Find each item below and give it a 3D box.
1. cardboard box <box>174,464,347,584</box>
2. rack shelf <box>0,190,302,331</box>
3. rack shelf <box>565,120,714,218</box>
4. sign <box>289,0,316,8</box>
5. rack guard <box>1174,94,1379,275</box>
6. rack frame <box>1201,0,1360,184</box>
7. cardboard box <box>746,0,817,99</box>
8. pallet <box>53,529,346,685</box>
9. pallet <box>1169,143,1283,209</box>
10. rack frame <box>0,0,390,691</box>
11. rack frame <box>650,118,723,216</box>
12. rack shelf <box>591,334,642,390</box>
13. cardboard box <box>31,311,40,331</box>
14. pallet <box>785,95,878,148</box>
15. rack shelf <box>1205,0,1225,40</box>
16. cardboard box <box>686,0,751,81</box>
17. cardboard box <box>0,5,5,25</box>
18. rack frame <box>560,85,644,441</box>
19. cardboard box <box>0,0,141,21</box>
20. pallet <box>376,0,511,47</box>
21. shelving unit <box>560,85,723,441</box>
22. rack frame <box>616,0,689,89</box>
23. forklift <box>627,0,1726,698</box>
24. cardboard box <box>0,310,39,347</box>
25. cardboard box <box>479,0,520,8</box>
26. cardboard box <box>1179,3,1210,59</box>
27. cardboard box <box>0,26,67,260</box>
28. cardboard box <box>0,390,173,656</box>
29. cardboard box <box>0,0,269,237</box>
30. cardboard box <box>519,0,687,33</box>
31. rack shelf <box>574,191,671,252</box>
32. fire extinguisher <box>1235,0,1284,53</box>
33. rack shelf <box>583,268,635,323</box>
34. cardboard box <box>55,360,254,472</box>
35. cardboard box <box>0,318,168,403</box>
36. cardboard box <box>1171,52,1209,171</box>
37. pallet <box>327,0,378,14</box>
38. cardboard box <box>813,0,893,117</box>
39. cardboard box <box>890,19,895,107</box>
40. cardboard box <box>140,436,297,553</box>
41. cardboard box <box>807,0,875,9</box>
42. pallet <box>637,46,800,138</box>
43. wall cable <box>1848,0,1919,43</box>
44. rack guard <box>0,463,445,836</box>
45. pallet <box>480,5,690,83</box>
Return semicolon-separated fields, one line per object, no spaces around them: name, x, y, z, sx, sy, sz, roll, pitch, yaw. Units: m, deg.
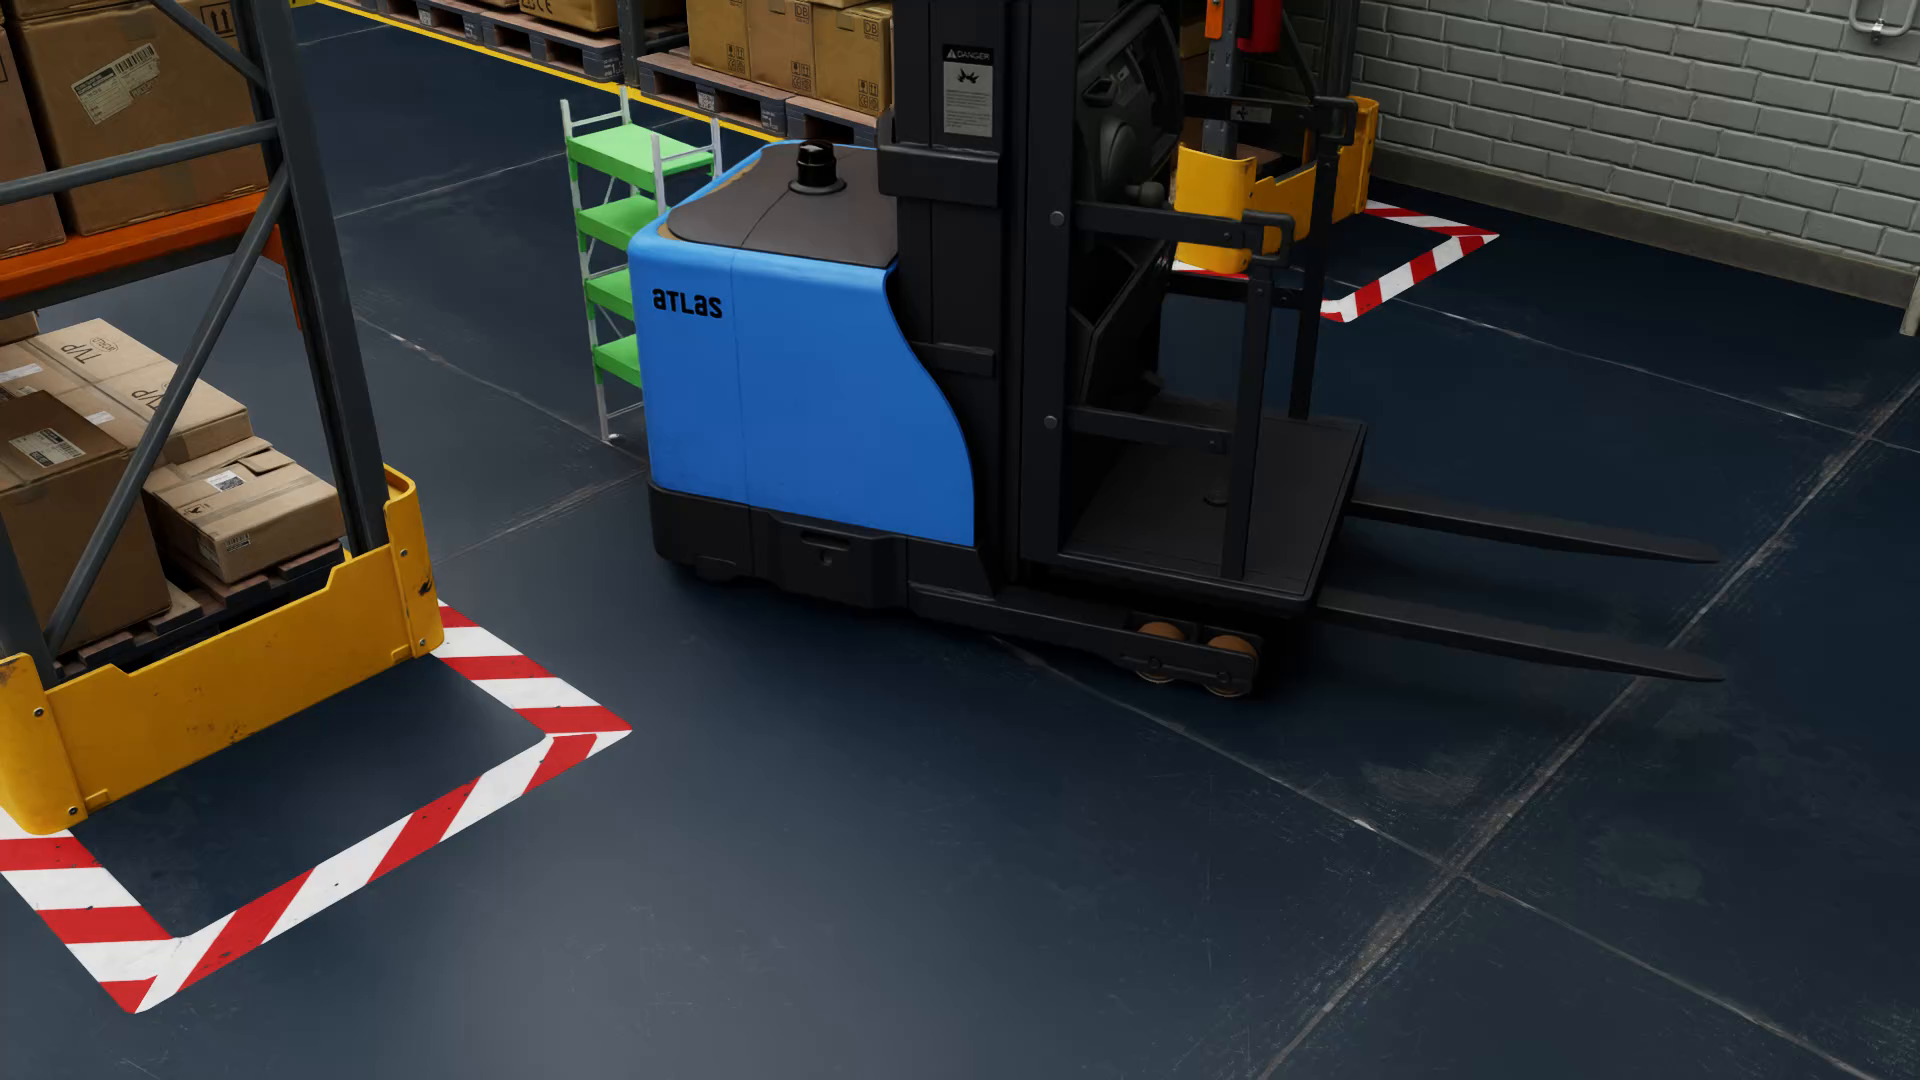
cardboard box;-1.996;-0.051;4.764;0.250;0.149;0.380;25;39;35
rack shelf;-3.399;-1.191;5.018;4.000;0.370;1.077;25;39;35
rack shelf;-0.994;-1.172;5.226;0.258;0.148;0.480;-27;40;-37
sign;-1.552;-1.386;3.804;0.005;0.325;0.100;25;39;35
rack guard;1.423;-1.624;7.463;0.348;0.500;1.175;25;39;35
rack frame;1.405;-2.703;6.832;0.127;3.000;1.000;25;39;35
cardboard box;-0.705;-2.723;8.882;0.500;0.500;0.700;25;39;35
pallet;-2.564;0.085;4.904;1.213;0.211;1.003;25;39;35
pallet;0.760;-1.755;7.961;1.213;0.211;1.003;25;39;35
rack frame;-1.916;-0.808;3.683;0.127;3.000;1.000;25;39;35
rack frame;-0.824;-0.725;5.290;0.240;1.200;0.015;-27;40;-37
rack shelf;-0.994;-0.555;5.597;0.258;0.148;0.480;-27;40;-37
cardboard box;-3.713;-0.880;5.984;0.500;0.311;0.500;25;39;35
pallet;-0.141;-2.177;8.662;1.213;0.211;1.003;25;39;35
rack shelf;-0.078;-3.087;8.167;4.000;0.370;1.077;25;39;35
cardboard box;-1.075;-2.898;9.173;0.500;0.500;0.700;26;39;36
cardboard box;-2.431;-1.328;3.481;0.500;0.500;0.500;25;39;35
rack frame;-1.163;-0.906;5.591;0.240;1.200;0.015;-27;40;-37
cardboard box;-2.068;-1.533;3.822;0.500;0.500;0.500;26;40;36
pallet;-3.092;-3.553;10.948;1.213;0.211;1.003;25;39;35
shelving unit;-0.994;-0.815;5.441;0.258;1.200;0.503;-27;40;-37
rack frame;-1.561;-4.087;9.131;0.127;3.000;1.000;25;39;35
forklift;0.638;-1.136;4.296;3.031;2.935;1.130;11;33;17
cardboard box;-3.485;-0.663;5.436;0.637;0.503;0.797;25;39;35
cardboard box;-2.791;-3.828;10.378;0.750;0.750;0.750;26;40;36
cardboard box;1.046;-2.327;7.595;0.250;0.149;0.380;25;39;35
cardboard box;-2.431;-0.901;3.742;0.500;0.500;0.500;26;40;36
cardboard box;-2.485;-0.019;4.370;0.500;0.500;0.500;25;39;35
cardboard box;-2.068;-1.105;4.080;0.500;0.500;0.500;26;40;36
cardboard box;-2.130;-3.522;9.869;0.750;0.750;0.750;26;39;36
rack shelf;-0.994;-0.966;5.350;0.258;0.148;0.480;-27;40;-37
fire extinguisher;1.207;-2.281;6.568;0.183;0.674;0.296;25;39;35
rack shelf;-0.994;-0.760;5.474;0.258;0.148;0.480;-27;40;-37
cardboard box;-2.500;-0.288;5.059;0.500;0.250;0.500;25;39;35
cardboard box;-2.870;-0.461;5.346;0.500;0.250;0.500;25;39;35
cardboard box;0.819;-2.016;7.707;0.500;0.500;0.700;25;39;35
pallet;-3.992;-3.975;11.649;1.213;0.211;1.003;25;39;35
cardboard box;-0.326;-2.545;8.585;0.500;0.500;0.700;26;40;36
cardboard box;0.075;-2.363;8.283;0.500;0.500;0.700;24;38;34
cardboard box;-2.181;-0.145;4.903;0.250;0.166;0.380;25;39;35
cardboard box;-0.556;-2.807;8.393;0.250;0.149;0.380;24;38;34
pallet;-1.049;-2.600;9.364;1.213;0.211;1.003;25;39;35
wall cable;2.989;-3.057;6.434;1.851;1.984;0.084;25;39;35
rack guard;-1.972;0.237;4.371;0.348;0.500;1.175;25;39;35
pallet;-2.183;-3.131;10.246;1.213;0.211;1.003;25;39;35
